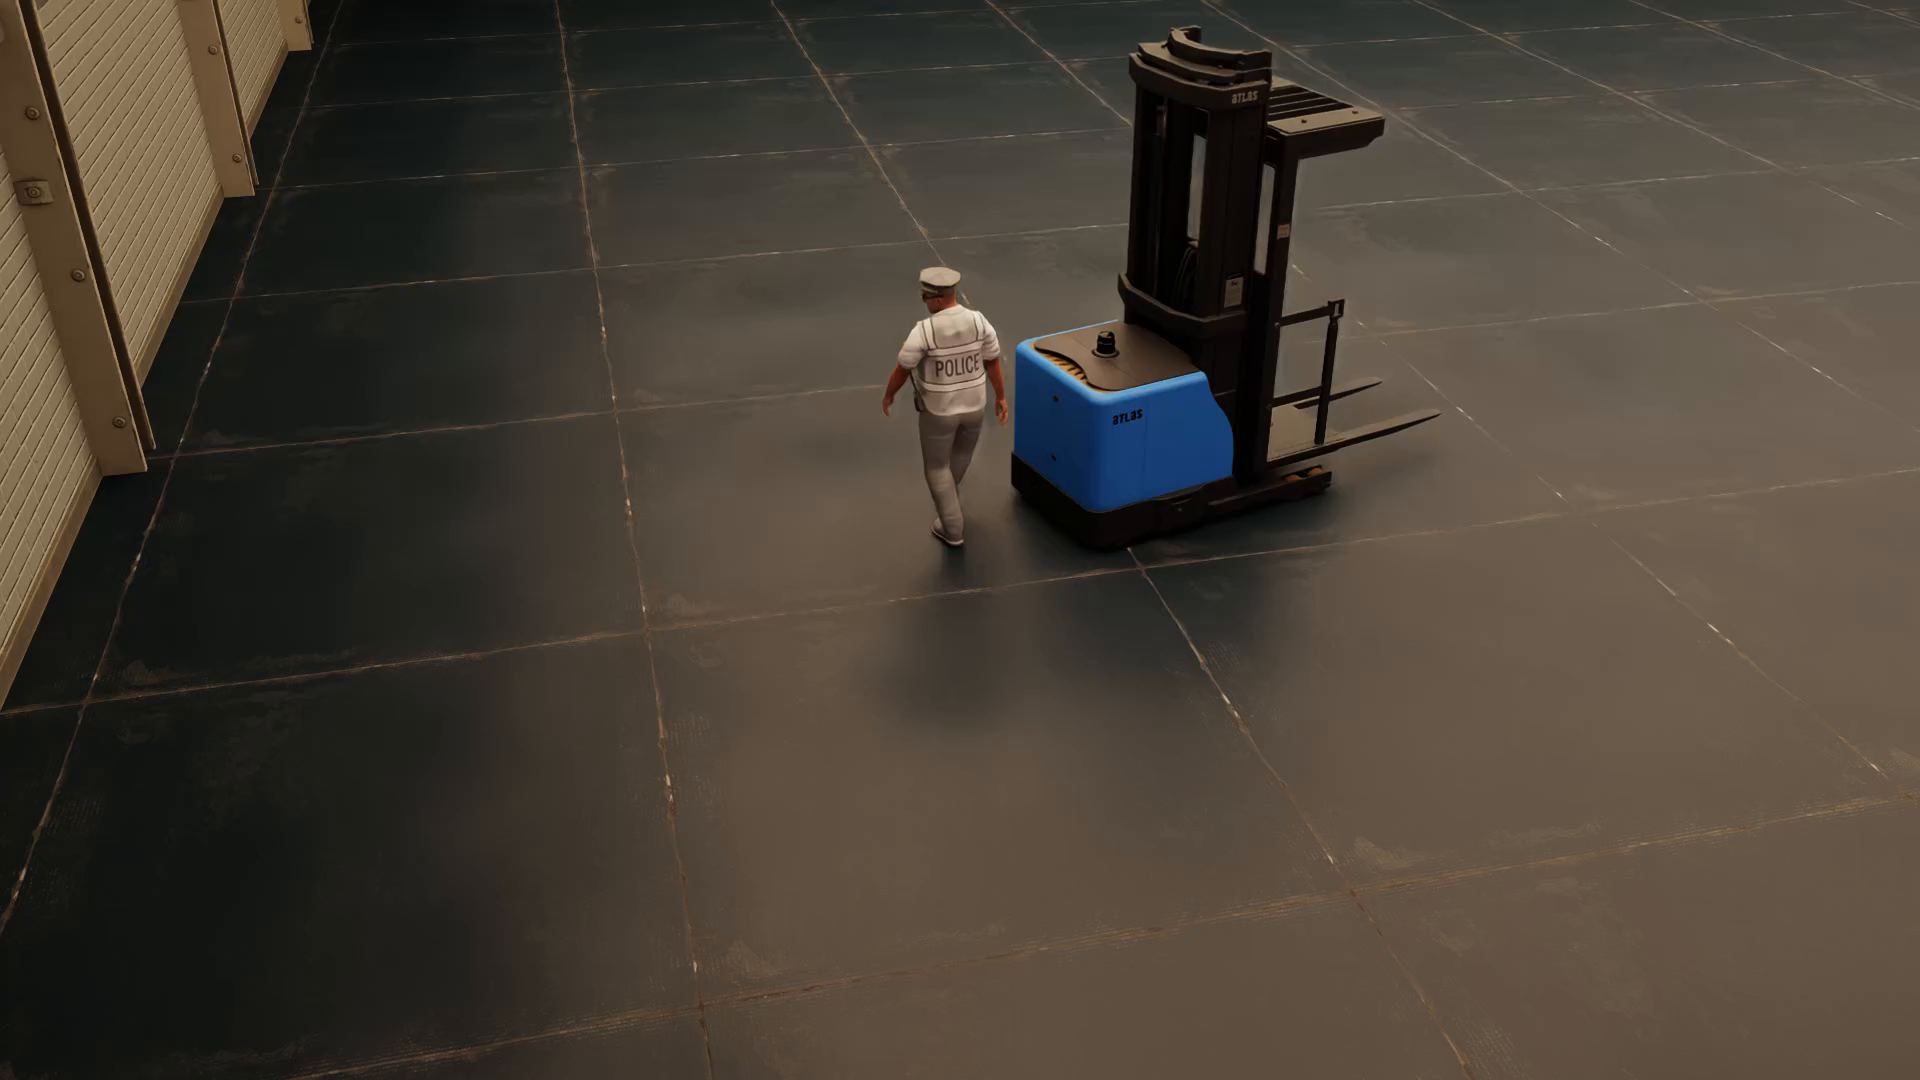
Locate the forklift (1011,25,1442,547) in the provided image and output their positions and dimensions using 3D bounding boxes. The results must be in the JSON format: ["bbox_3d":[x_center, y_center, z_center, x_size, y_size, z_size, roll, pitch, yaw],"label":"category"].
[{"bbox_3d":[1.878,-1.744,10.588,3.031,2.935,1.130,-16,34,-25],"label":"forklift"}]

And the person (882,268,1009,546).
[{"bbox_3d":[-0.117,-0.898,10.346,0.724,1.714,0.830,-14,33,-23],"label":"person"}]
